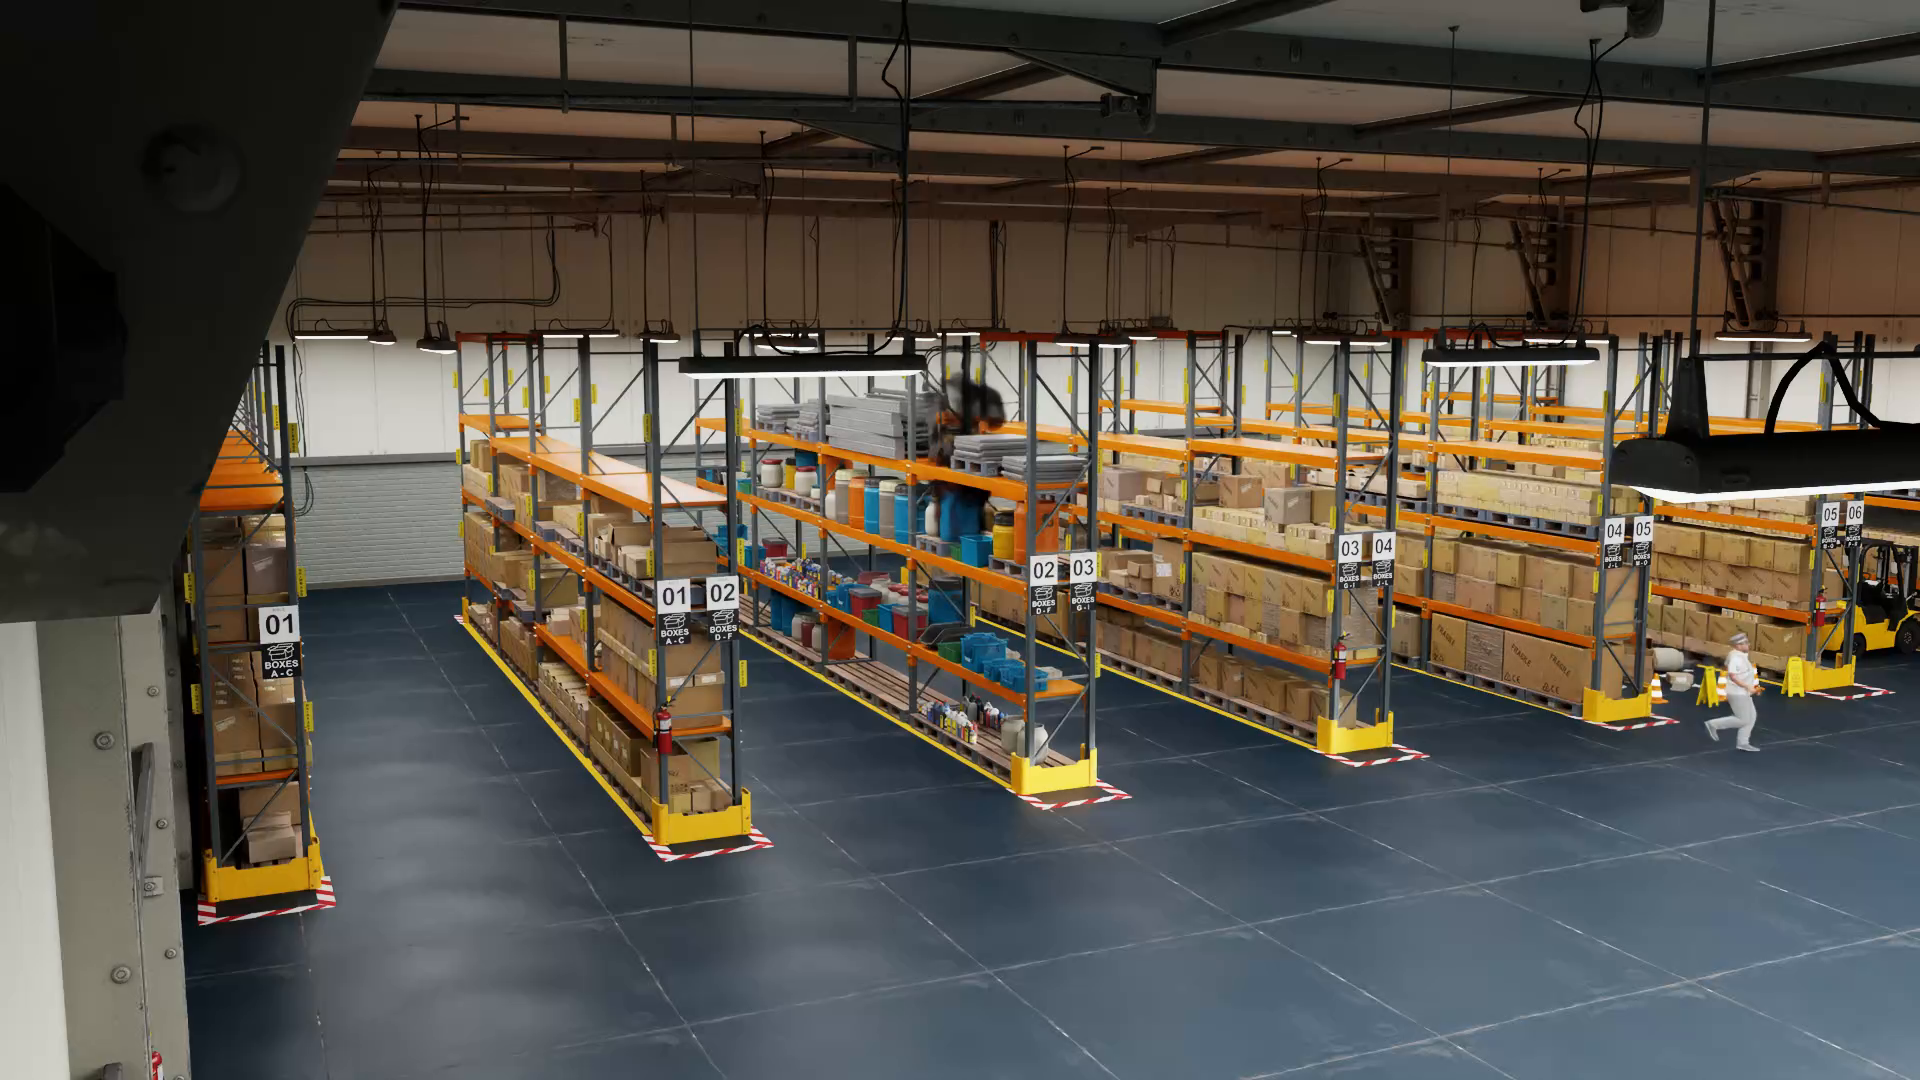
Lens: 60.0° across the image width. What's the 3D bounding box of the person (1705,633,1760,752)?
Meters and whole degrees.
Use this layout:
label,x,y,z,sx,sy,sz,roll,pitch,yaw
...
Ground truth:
label,x,y,z,sx,sy,sz,roll,pitch,yaw
person,11.321,2.212,24.284,0.757,1.759,0.674,3,8,24
